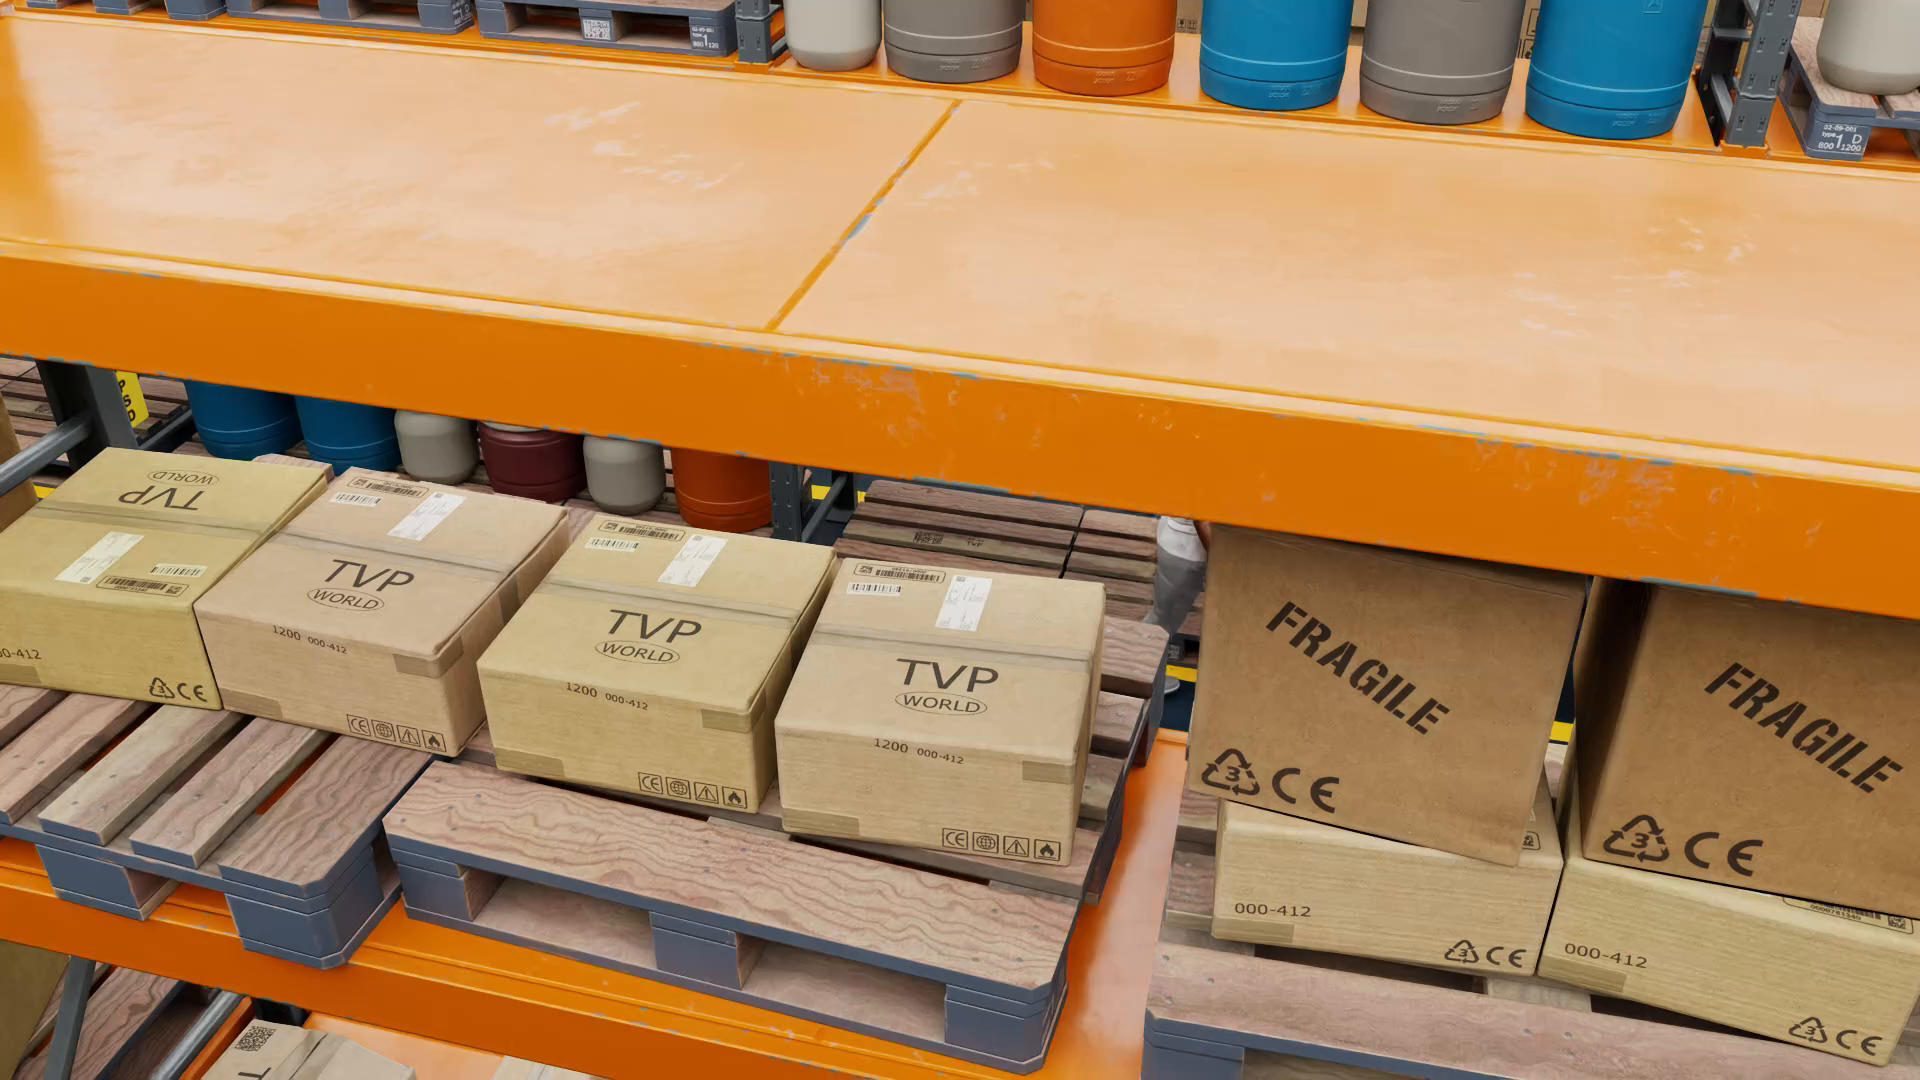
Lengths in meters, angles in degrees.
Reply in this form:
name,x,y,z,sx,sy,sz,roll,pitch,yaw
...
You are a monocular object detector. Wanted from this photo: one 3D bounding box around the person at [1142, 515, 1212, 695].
name,x,y,z,sx,sy,sz,roll,pitch,yaw
person,1.157,0.016,7.583,0.780,1.660,0.488,5,33,8
